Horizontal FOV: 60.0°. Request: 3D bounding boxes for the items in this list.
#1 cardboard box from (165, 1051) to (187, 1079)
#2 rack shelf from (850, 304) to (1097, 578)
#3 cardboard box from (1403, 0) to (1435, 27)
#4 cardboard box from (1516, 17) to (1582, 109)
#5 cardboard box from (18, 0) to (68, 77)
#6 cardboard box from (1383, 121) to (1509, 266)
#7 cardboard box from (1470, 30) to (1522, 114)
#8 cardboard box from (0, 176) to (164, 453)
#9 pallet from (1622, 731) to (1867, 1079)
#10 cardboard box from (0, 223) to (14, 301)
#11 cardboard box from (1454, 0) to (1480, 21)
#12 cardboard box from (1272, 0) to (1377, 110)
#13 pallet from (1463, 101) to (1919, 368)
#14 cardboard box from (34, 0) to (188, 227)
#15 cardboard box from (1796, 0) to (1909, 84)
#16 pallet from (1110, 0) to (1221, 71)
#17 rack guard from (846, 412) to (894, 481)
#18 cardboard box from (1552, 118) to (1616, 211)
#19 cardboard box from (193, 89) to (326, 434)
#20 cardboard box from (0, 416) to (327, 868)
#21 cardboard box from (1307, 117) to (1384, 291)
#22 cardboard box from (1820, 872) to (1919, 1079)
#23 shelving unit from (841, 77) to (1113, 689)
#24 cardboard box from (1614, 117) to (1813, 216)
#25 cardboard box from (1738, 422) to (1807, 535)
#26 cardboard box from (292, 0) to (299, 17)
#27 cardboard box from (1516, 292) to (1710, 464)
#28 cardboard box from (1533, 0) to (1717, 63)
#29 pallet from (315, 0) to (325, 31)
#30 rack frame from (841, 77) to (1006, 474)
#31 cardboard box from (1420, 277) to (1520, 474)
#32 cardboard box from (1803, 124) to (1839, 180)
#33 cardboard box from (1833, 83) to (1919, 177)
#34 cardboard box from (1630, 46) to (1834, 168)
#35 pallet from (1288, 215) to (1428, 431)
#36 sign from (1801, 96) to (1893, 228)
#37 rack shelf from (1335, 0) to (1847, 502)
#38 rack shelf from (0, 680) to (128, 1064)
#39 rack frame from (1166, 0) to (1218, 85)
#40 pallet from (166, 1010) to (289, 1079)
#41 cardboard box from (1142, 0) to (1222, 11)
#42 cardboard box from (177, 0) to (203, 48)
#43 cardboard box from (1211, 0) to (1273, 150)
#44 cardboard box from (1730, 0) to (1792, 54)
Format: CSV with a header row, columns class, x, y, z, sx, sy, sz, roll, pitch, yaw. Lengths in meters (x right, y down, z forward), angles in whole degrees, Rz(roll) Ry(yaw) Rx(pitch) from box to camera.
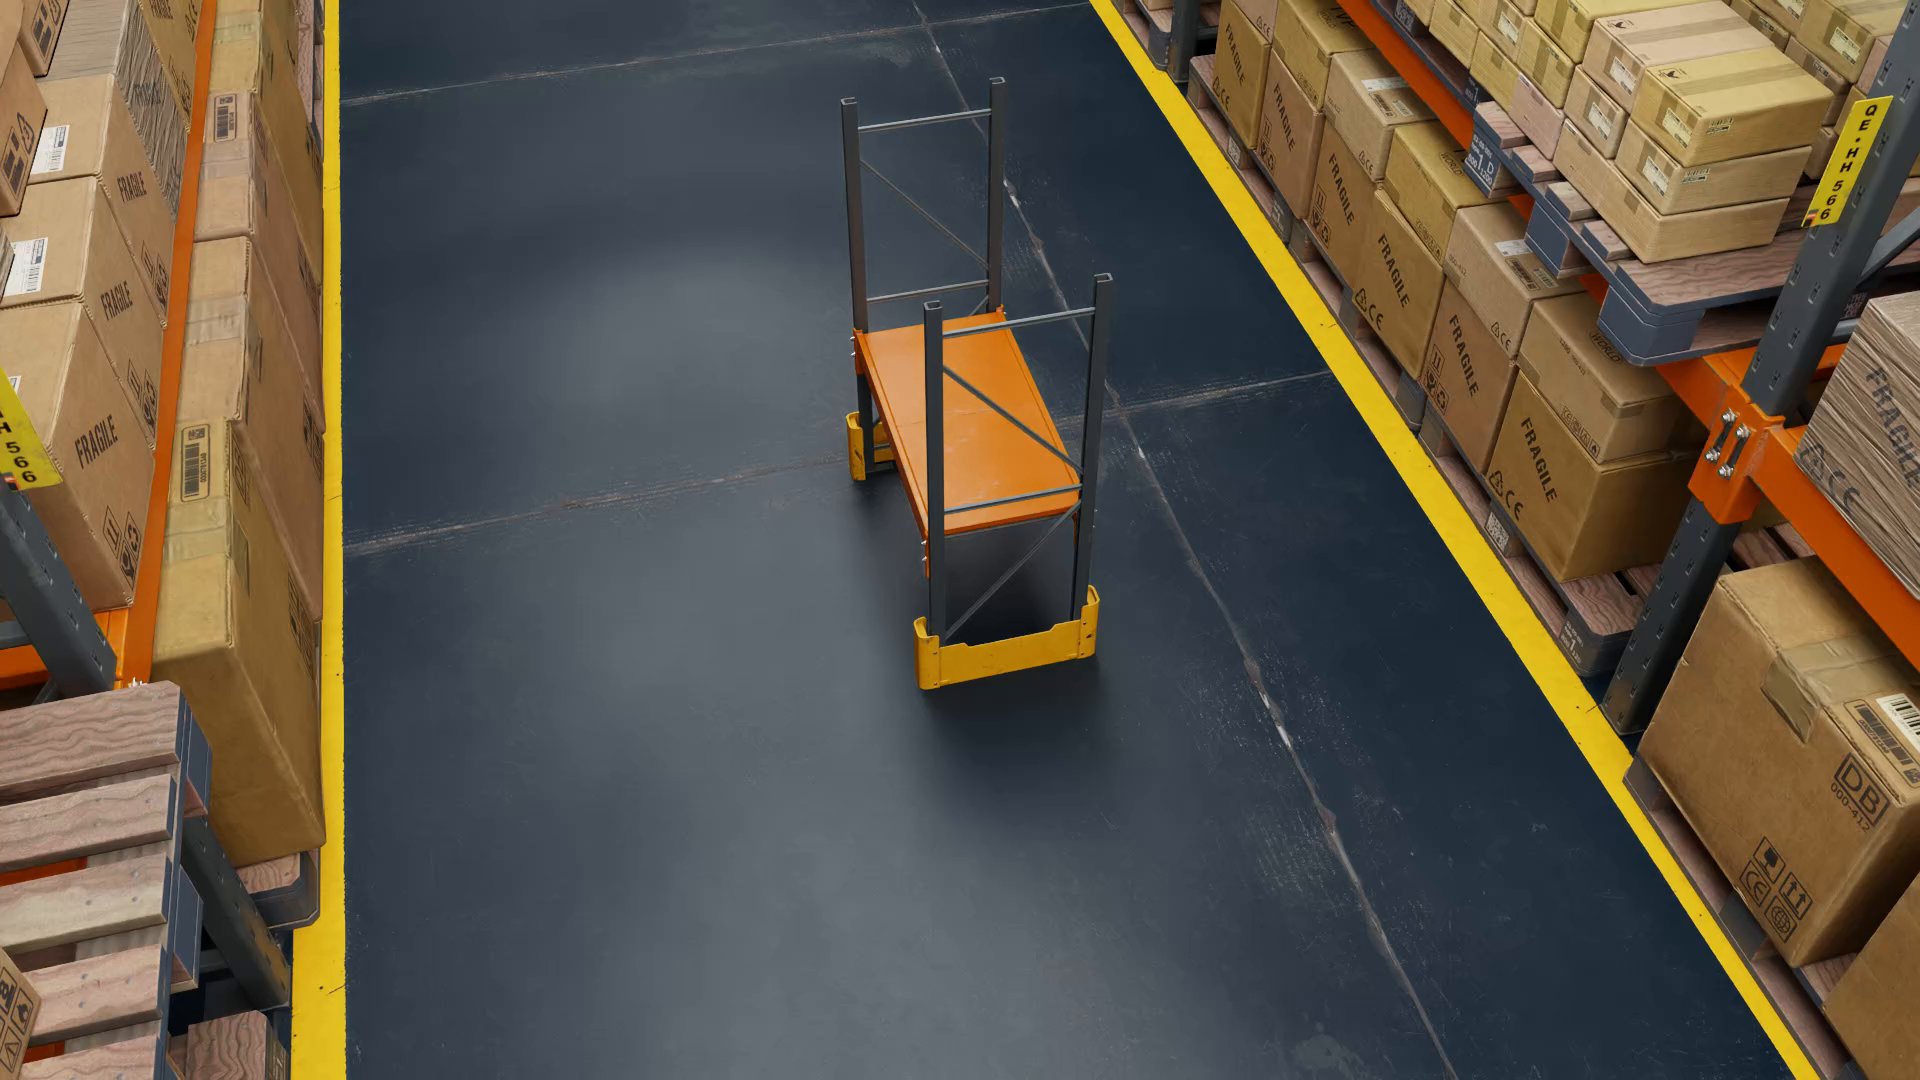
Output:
class,x,y,z,sx,sy,sz,roll,pitch,yaw
cardboard box,-2.123,1.447,3.674,0.700,0.500,0.500,-13,47,-12
rack shelf,0.022,-0.340,5.285,0.538,0.185,1.000,-11,47,-10
cardboard box,1.613,-1.772,5.269,0.380,0.149,0.250,-9,46,-9
cardboard box,1.800,-1.356,4.653,0.380,0.149,0.250,-10,46,-9
cardboard box,-2.828,-1.539,4.386,0.797,0.503,0.637,-9,46,-9
cardboard box,1.823,-1.230,5.786,0.500,0.250,0.500,-10,46,-9
cardboard box,1.748,-1.408,4.911,0.380,0.149,0.250,-11,47,-11
cardboard box,-2.310,-0.509,4.079,0.500,0.500,0.500,-12,47,-11
pallet,2.636,0.964,4.658,1.003,0.211,1.213,-11,47,-10
cardboard box,-2.485,-0.627,3.492,0.797,0.503,0.637,-9,46,-9
cardboard box,1.675,-1.702,4.991,0.380,0.149,0.250,-11,47,-11
cardboard box,1.555,-1.941,6.483,0.500,0.250,0.500,-10,46,-9
pallet,2.221,-0.976,4.740,1.213,0.211,1.003,-11,47,-10
cardboard box,-2.570,-1.208,4.763,0.500,0.500,0.500,-11,47,-10
cardboard box,2.504,-1.377,4.465,0.380,0.149,0.250,-12,47,-11
pallet,1.276,-2.813,8.359,1.003,0.211,1.213,-11,47,-10
rack guard,-0.108,-0.379,5.946,0.587,0.250,0.087,-11,47,-10
cardboard box,1.874,-1.058,4.568,0.380,0.149,0.250,-11,47,-10
cardboard box,-2.925,-0.843,5.670,1.225,0.875,0.875,-12,47,-12
cardboard box,-2.470,0.383,4.468,1.225,0.875,0.875,-13,47,-12
cardboard box,1.700,-1.321,6.401,0.500,0.500,0.500,-10,46,-10
cardboard box,2.803,1.110,3.843,1.050,0.750,0.750,-10,46,-10
shelving unit,0.020,-0.472,5.163,0.587,1.500,1.083,-11,47,-10
cardboard box,1.940,-0.991,4.295,0.380,0.149,0.250,-10,46,-9
cardboard box,2.572,-0.377,5.476,0.500,0.500,0.500,-13,47,-12
cardboard box,-3.660,-2.990,7.773,0.875,0.875,0.875,-11,47,-10
cardboard box,2.078,-0.529,5.099,0.500,0.250,0.500,-12,47,-11
cardboard box,1.809,-1.447,4.533,0.380,0.149,0.250,-9,46,-9
pallet,-3.773,-2.902,8.446,1.003,0.211,1.213,-11,47,-10
rack frame,-0.108,-0.817,5.501,0.500,1.500,0.032,-11,47,-10
cardboard box,1.956,-0.608,5.702,0.500,0.500,0.500,-9,46,-9
cardboard box,2.519,-1.160,4.669,0.380,0.149,0.250,-9,46,-8
cardboard box,2.577,-1.104,4.405,0.380,0.149,0.250,-9,46,-9
cardboard box,1.938,-1.092,4.185,0.380,0.149,0.250,-12,47,-12
pallet,1.999,-0.975,6.558,1.003,0.211,1.213,-11,47,-10
sign,1.984,-0.842,3.720,0.100,0.325,0.005,-11,47,-10
rack shelf,1.995,-1.699,5.819,1.077,0.370,4.000,-11,47,-10
rack shelf,-1.802,1.899,2.292,1.077,0.370,4.000,-11,47,-10
rack frame,1.483,-3.332,6.915,1.000,3.000,0.127,-11,47,-10
pallet,-2.115,1.783,3.855,1.003,0.211,1.213,-11,47,-10
cardboard box,1.053,-2.690,7.988,0.380,0.149,0.250,-10,46,-10
cardboard box,-2.834,-1.914,5.456,0.500,0.500,0.500,-9,46,-9
cardboard box,1.415,-2.045,7.110,0.500,0.500,0.500,-9,46,-9
cardboard box,2.434,-1.474,4.768,0.380,0.149,0.250,-12,47,-12
